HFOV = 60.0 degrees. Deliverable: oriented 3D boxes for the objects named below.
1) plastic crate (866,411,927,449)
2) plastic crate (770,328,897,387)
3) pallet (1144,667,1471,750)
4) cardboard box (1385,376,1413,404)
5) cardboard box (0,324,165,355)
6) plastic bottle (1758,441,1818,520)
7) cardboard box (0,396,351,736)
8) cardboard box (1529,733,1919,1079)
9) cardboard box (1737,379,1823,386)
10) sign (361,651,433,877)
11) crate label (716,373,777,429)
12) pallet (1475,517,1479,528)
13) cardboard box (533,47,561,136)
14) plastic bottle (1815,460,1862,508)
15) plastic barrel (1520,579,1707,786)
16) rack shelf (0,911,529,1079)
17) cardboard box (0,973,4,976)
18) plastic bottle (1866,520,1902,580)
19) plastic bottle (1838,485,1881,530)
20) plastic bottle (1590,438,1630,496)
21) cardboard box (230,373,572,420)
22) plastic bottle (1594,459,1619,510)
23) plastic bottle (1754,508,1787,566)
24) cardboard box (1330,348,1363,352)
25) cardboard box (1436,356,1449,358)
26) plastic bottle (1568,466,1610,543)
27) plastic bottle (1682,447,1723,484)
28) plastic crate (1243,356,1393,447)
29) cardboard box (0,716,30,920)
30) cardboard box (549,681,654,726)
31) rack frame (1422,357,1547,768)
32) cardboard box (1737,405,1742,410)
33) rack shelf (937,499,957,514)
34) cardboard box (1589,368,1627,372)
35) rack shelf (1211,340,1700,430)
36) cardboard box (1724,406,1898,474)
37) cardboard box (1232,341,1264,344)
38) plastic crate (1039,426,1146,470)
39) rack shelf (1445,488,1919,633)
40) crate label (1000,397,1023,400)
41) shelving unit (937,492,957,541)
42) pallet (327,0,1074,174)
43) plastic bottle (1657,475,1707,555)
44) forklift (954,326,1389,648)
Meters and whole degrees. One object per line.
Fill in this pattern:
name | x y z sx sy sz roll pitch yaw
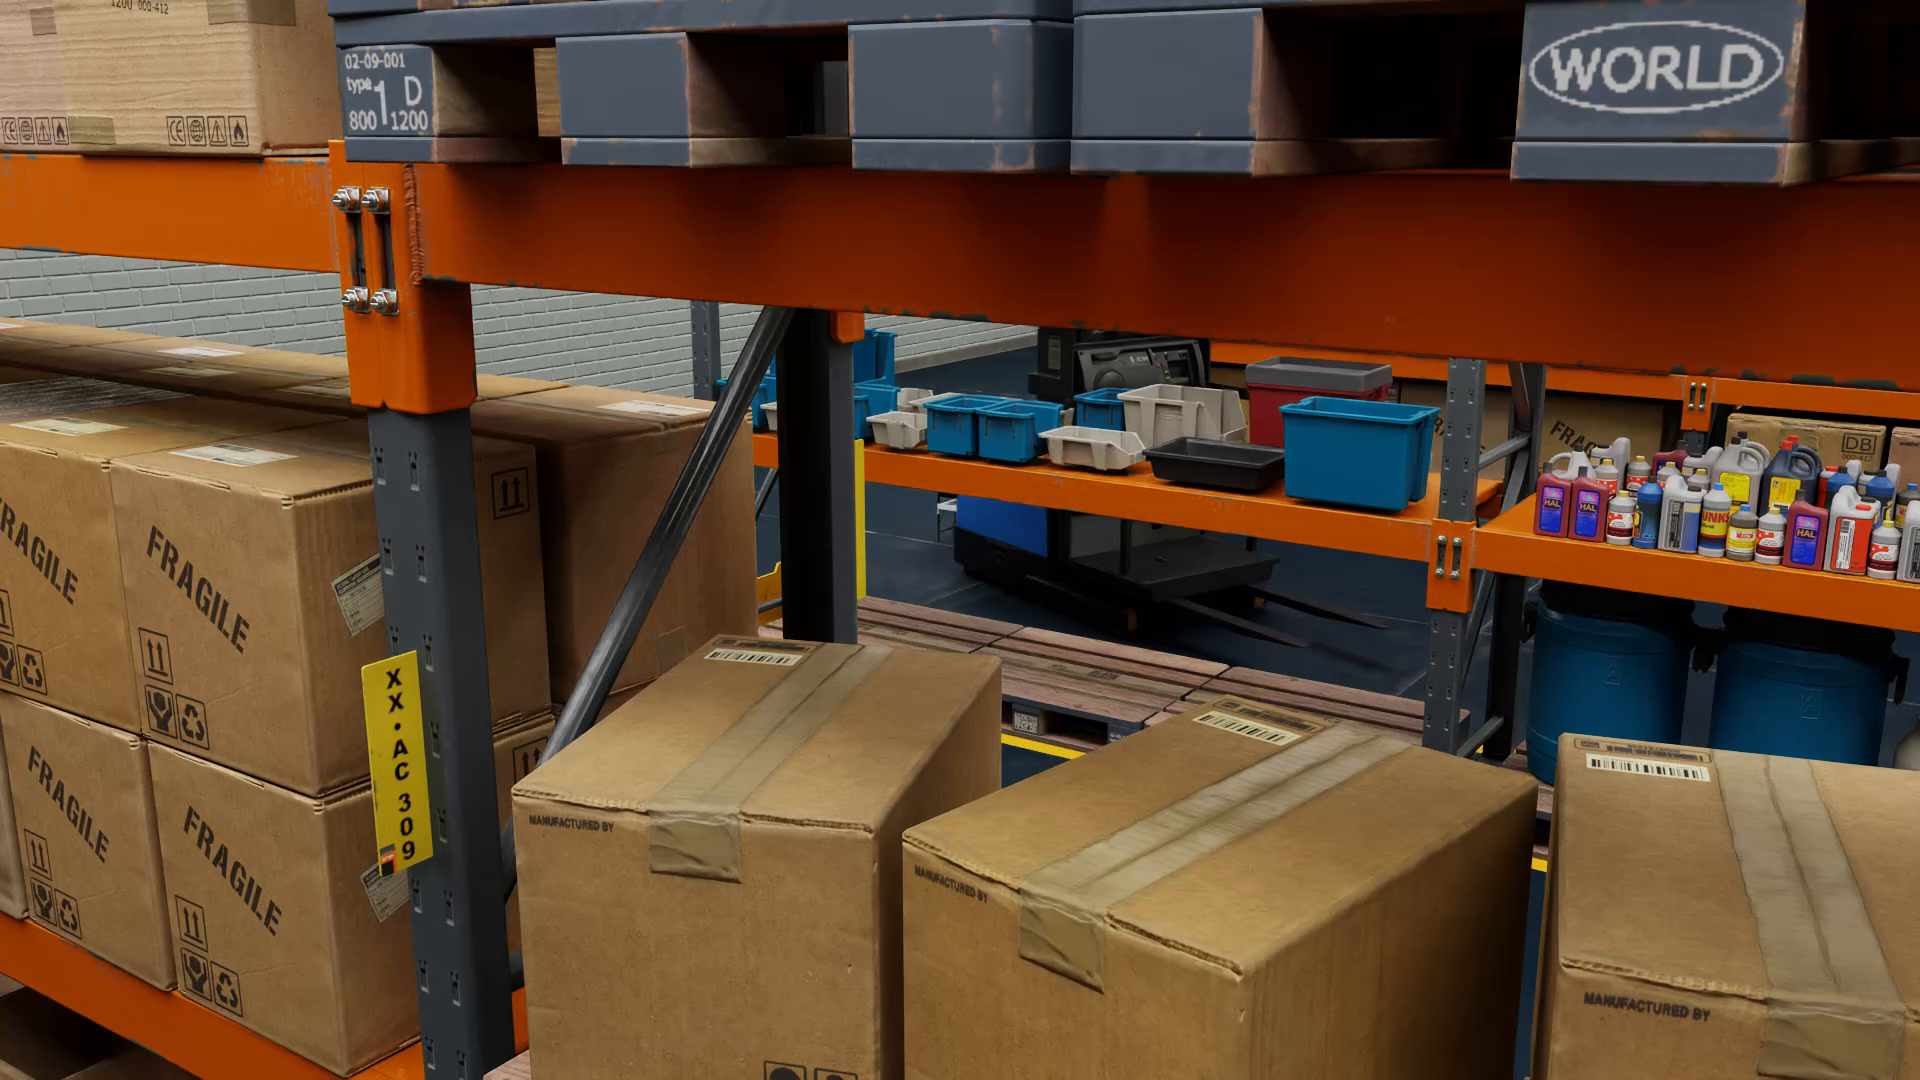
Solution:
plastic crate | -0.275 -0.535 8.166 0.298 0.136 0.250 9 17 33
plastic crate | -0.697 -0.922 9.106 0.499 0.435 0.616 9 17 33
pallet | 1.608 0.916 7.684 1.213 0.211 1.003 9 17 33
cardboard box | 3.016 -0.851 12.567 0.875 0.875 0.875 9 17 33
cardboard box | -2.472 -0.289 4.459 0.500 0.500 0.500 10 17 34
plastic bottle | 3.258 -0.211 6.537 0.185 0.351 0.144 9 17 33
cardboard box | -1.518 0.022 3.202 0.500 0.500 0.500 9 16 32
cardboard box | 0.973 0.613 2.024 0.500 0.500 0.700 5 15 19
cardboard box | 5.246 -1.271 10.508 0.500 0.500 0.500 9 17 33
sign | -0.824 0.329 2.448 0.005 0.325 0.100 9 17 33
crate label | -1.058 -0.732 8.762 0.303 0.233 0.416 9 17 33
pallet | 3.400 -0.262 12.441 1.213 0.211 1.003 9 17 33
cardboard box | -0.793 -0.857 3.114 0.500 0.250 0.500 9 17 33
plastic bottle | 3.469 -0.181 6.572 0.135 0.276 0.152 9 17 33
plastic barrel | 2.682 0.544 6.875 0.708 0.901 0.600 9 17 33
rack shelf | -2.187 0.721 4.164 4.000 0.370 1.077 9 17 33
cardboard box | -2.972 1.362 5.060 0.250 0.166 0.380 9 17 33
plastic bottle | 3.261 0.033 5.861 0.097 0.201 0.097 0 14 0
plastic bottle | 3.264 -0.055 6.060 0.135 0.276 0.152 9 17 33
plastic bottle | 2.747 -0.298 7.043 0.135 0.276 0.152 9 17 33
cardboard box | -1.190 -0.082 3.623 0.500 0.500 0.500 9 16 31
plastic bottle | 2.693 -0.235 6.942 0.097 0.201 0.097 0 14 0
plastic bottle | 2.957 -0.016 6.059 0.097 0.201 0.097 0 14 0
cardboard box | 2.864 -1.463 12.015 0.250 0.149 0.380 9 16 32
cardboard box | 3.502 -1.360 11.598 0.250 0.149 0.380 9 16 32
plastic bottle | 2.417 -0.138 6.381 0.133 0.283 0.061 9 17 33
plastic bottle | 3.050 -0.249 6.845 0.135 0.276 0.152 9 17 33
plastic crate | 1.639 -0.577 7.652 0.583 0.464 0.402 9 17 33
cardboard box | -1.942 0.439 3.600 0.500 0.500 0.500 10 17 34
cardboard box | -0.799 0.469 3.477 0.500 0.500 0.500 10 17 34
rack frame | 2.240 -0.347 6.981 0.127 3.000 1.000 9 17 33
cardboard box | 7.186 -1.287 15.219 0.250 0.149 0.380 8 16 30
rack shelf | -0.007 -0.231 11.771 0.200 0.077 0.258 9 17 33
cardboard box | 4.354 -1.222 11.042 0.250 0.149 0.380 10 17 34
rack shelf | 3.345 -1.253 12.141 4.000 0.370 1.077 9 17 33
cardboard box | 5.546 -0.425 10.845 0.875 0.875 1.225 9 17 33
cardboard box | 2.222 -1.567 12.434 0.250 0.149 0.380 9 16 31
plastic crate | 0.627 -0.421 7.707 0.466 0.136 0.293 9 17 33
rack shelf | 3.899 0.271 5.984 4.000 0.370 1.077 9 17 33
crate label | 0.176 -0.637 8.577 0.243 0.136 0.396 9 17 33
shelving unit | -0.007 -0.438 11.719 0.210 0.900 0.258 9 17 33
pallet | -0.026 -0.623 2.246 1.003 0.211 1.213 9 17 33
plastic bottle | 2.715 -0.099 6.240 0.135 0.276 0.152 9 17 33
forklift | 1.205 -0.996 9.746 1.130 2.935 3.031 -9 17 -33
